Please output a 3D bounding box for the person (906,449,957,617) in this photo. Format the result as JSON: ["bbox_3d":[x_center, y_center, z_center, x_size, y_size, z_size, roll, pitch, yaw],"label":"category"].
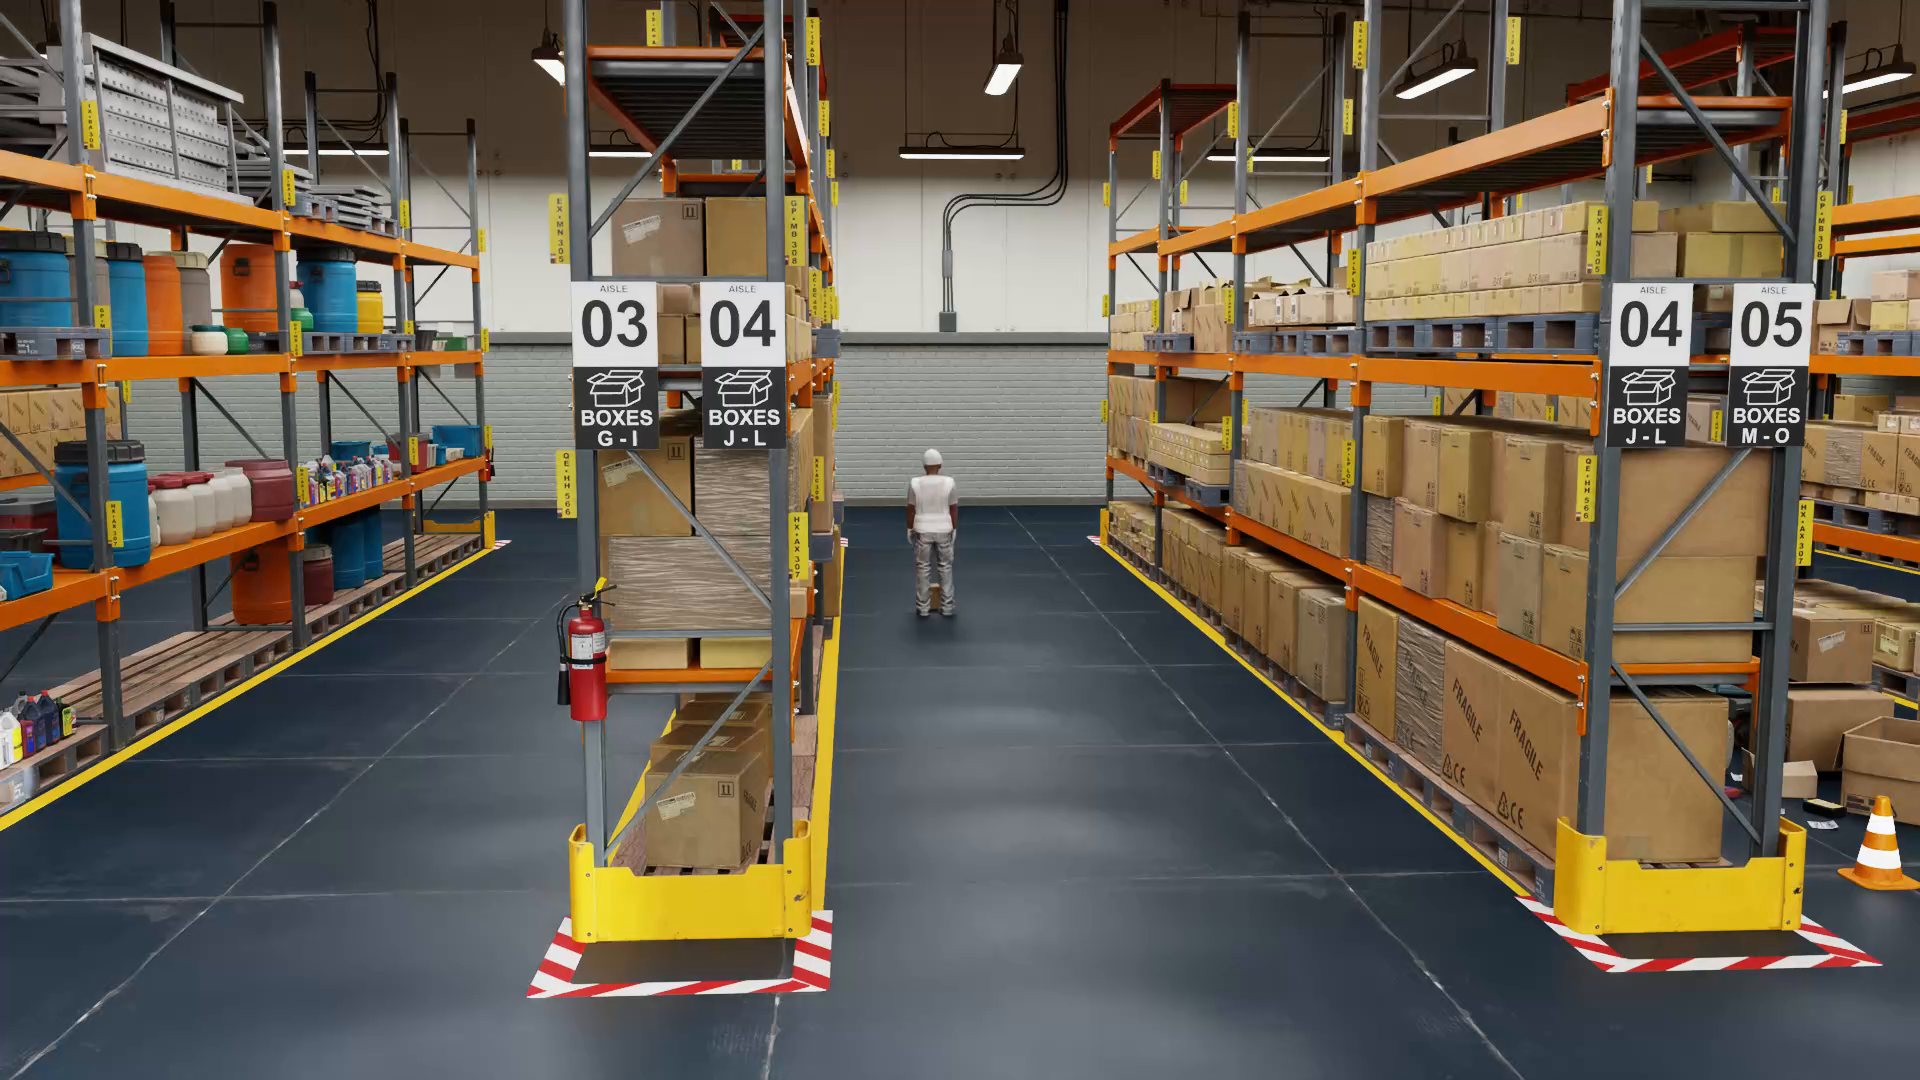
[{"bbox_3d":[-0.301,-0.079,17.815,0.545,1.785,0.355,0,7,-2],"label":"person"}]
